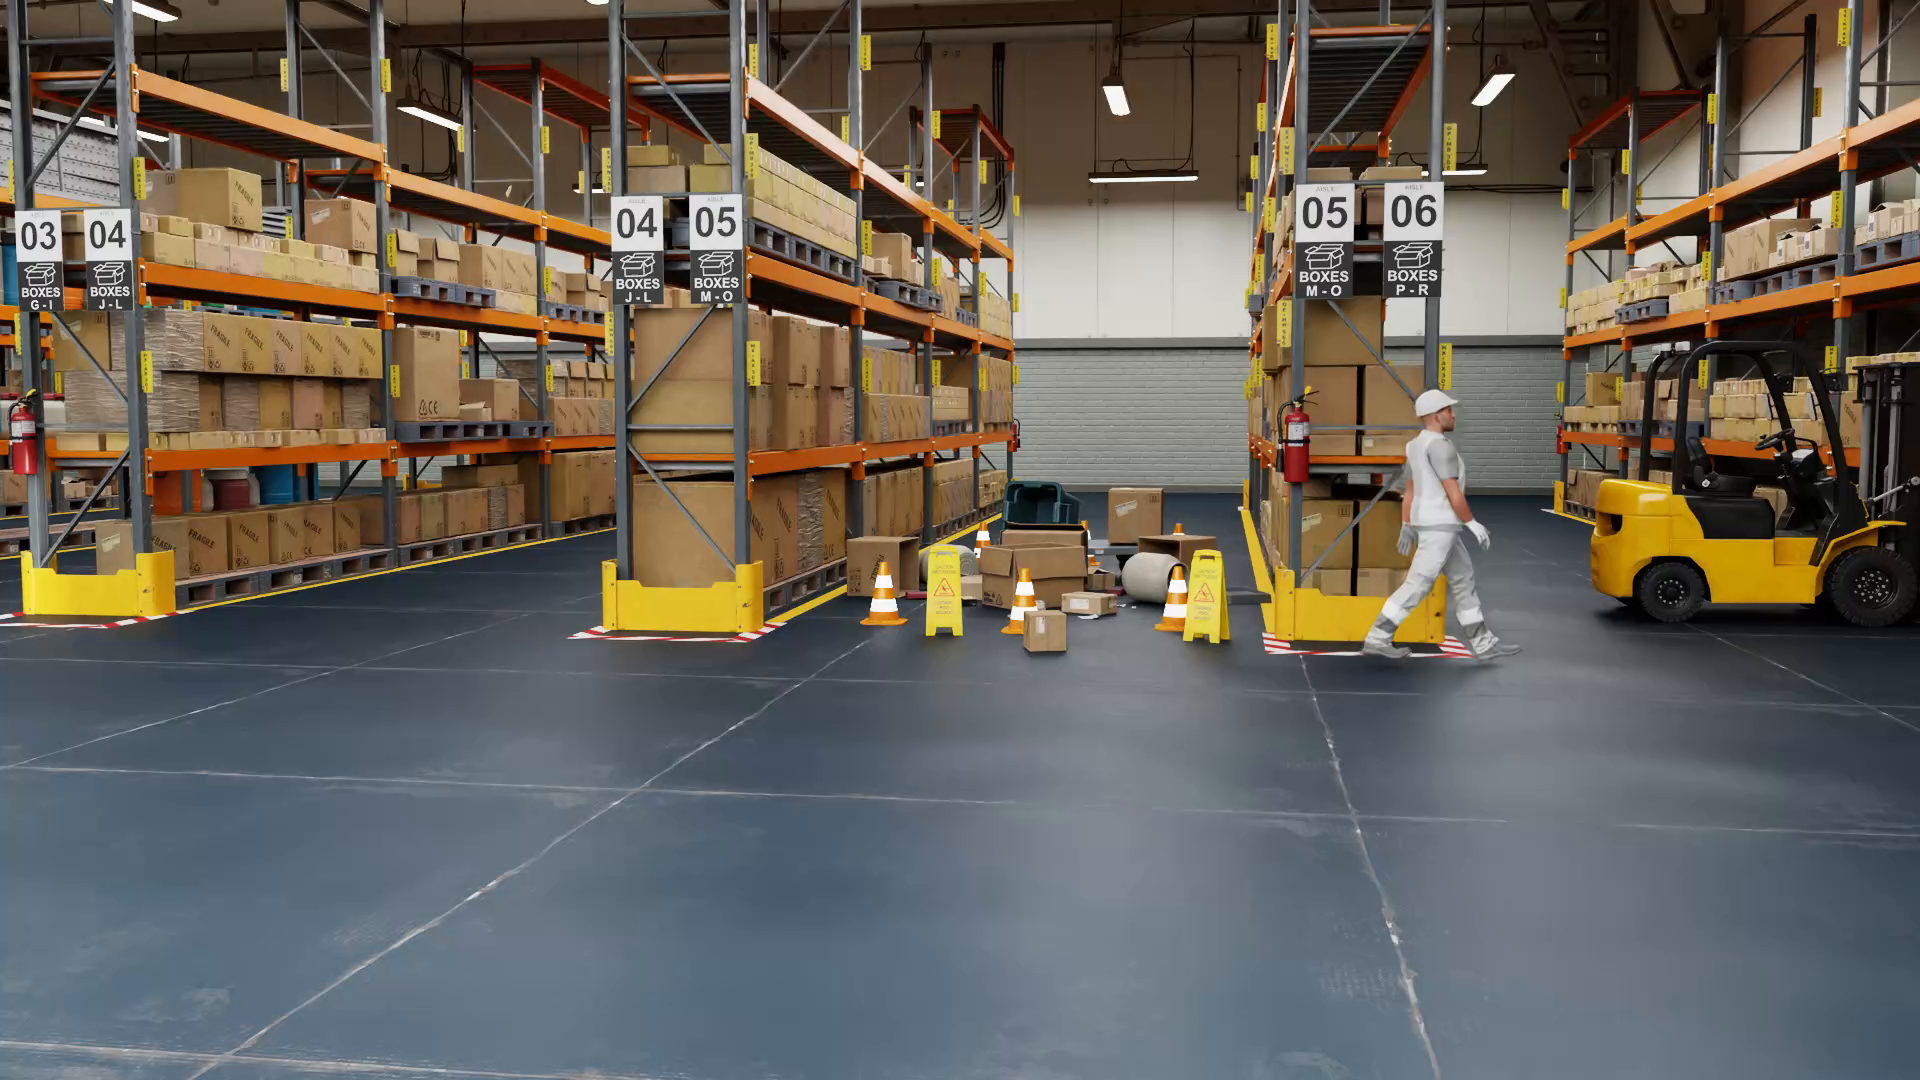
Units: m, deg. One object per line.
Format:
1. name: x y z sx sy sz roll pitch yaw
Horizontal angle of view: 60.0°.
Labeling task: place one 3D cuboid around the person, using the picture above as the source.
1. person: 3.089 -0.082 10.564 1.063 1.742 0.597 0 4 2
